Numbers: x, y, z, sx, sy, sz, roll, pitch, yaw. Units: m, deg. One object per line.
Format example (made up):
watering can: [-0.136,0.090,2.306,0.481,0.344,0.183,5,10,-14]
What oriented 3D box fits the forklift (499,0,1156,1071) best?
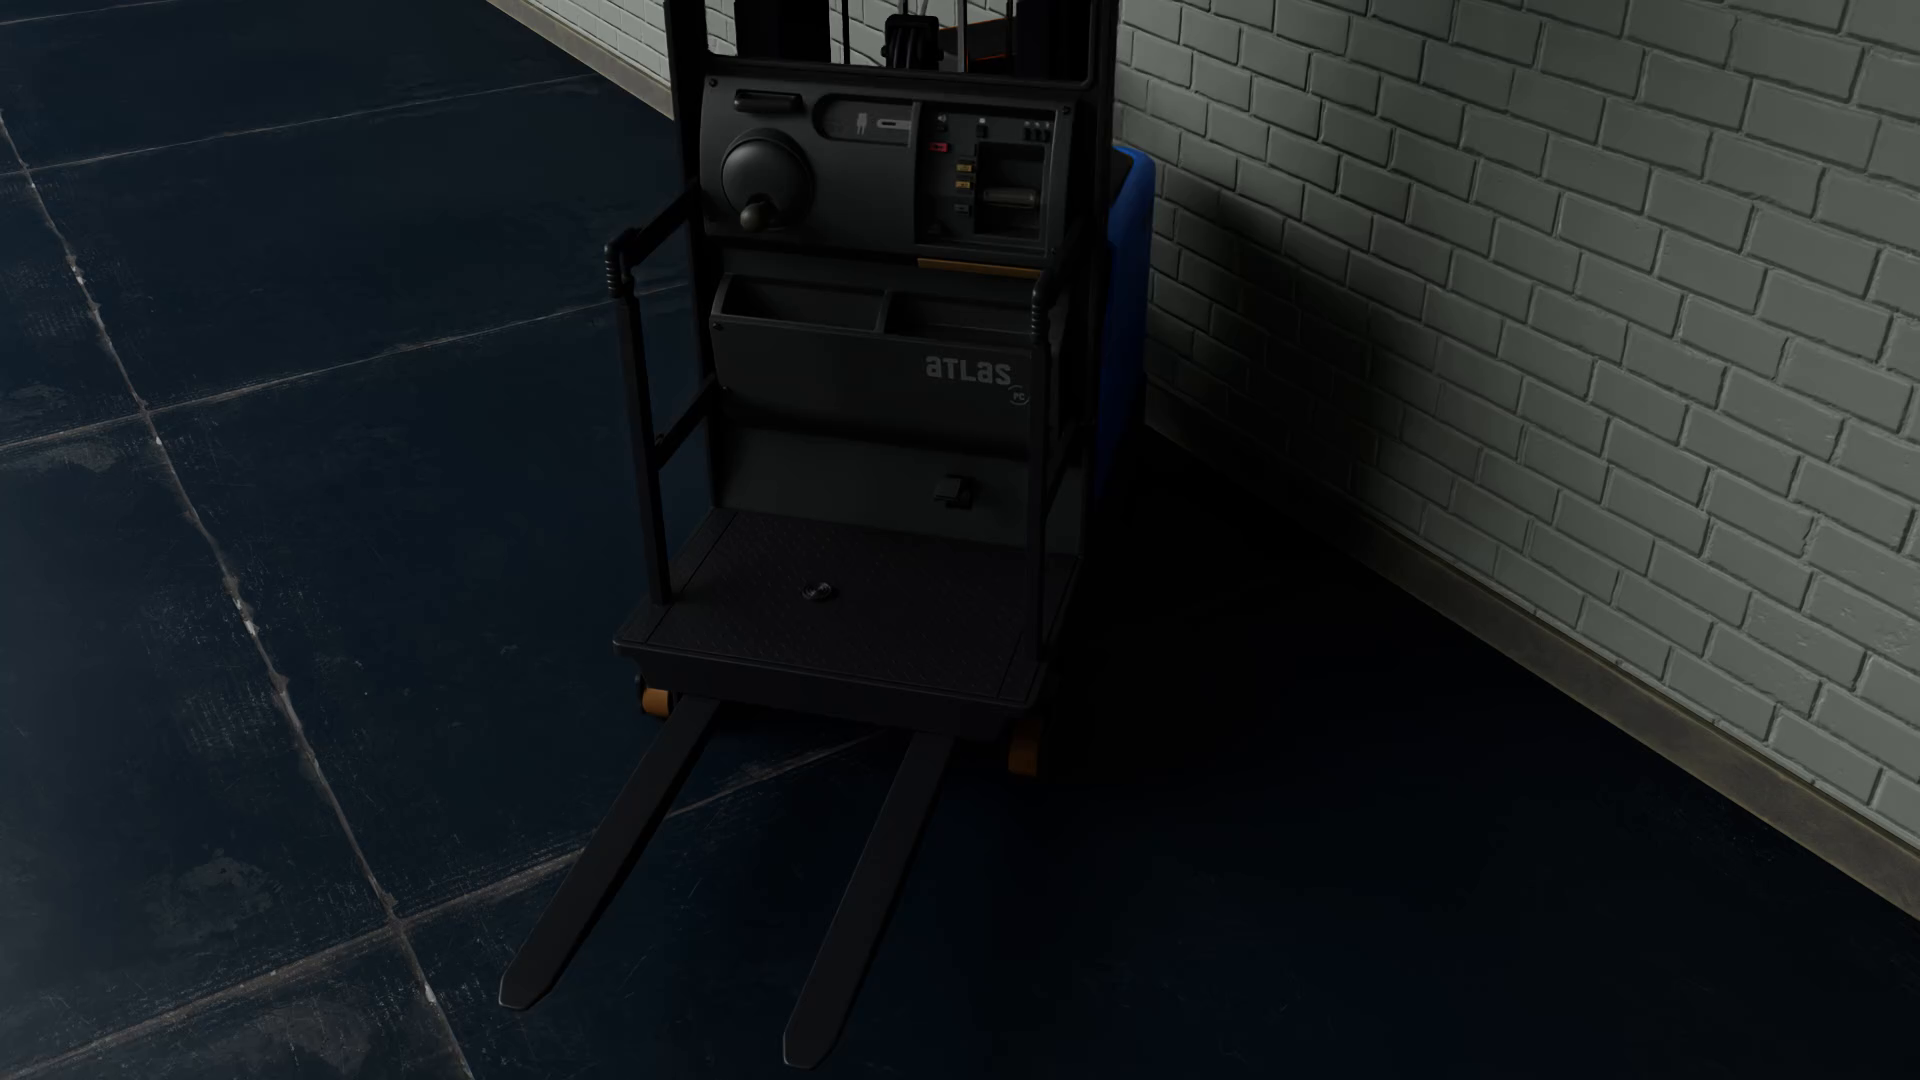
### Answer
forklift: [-0.235,-0.854,3.857,1.130,2.935,3.031,8,33,12]

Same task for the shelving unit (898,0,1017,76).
shelving unit: [0.119,-1.493,5.640,0.503,2.100,0.431,-19,36,-27]

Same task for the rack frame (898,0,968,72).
rack frame: [-0.086,-1.422,5.528,0.015,2.100,0.400,-19,36,-27]

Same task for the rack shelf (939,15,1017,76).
rack shelf: [0.119,-1.481,5.647,0.480,0.518,0.431,-19,36,-27]
